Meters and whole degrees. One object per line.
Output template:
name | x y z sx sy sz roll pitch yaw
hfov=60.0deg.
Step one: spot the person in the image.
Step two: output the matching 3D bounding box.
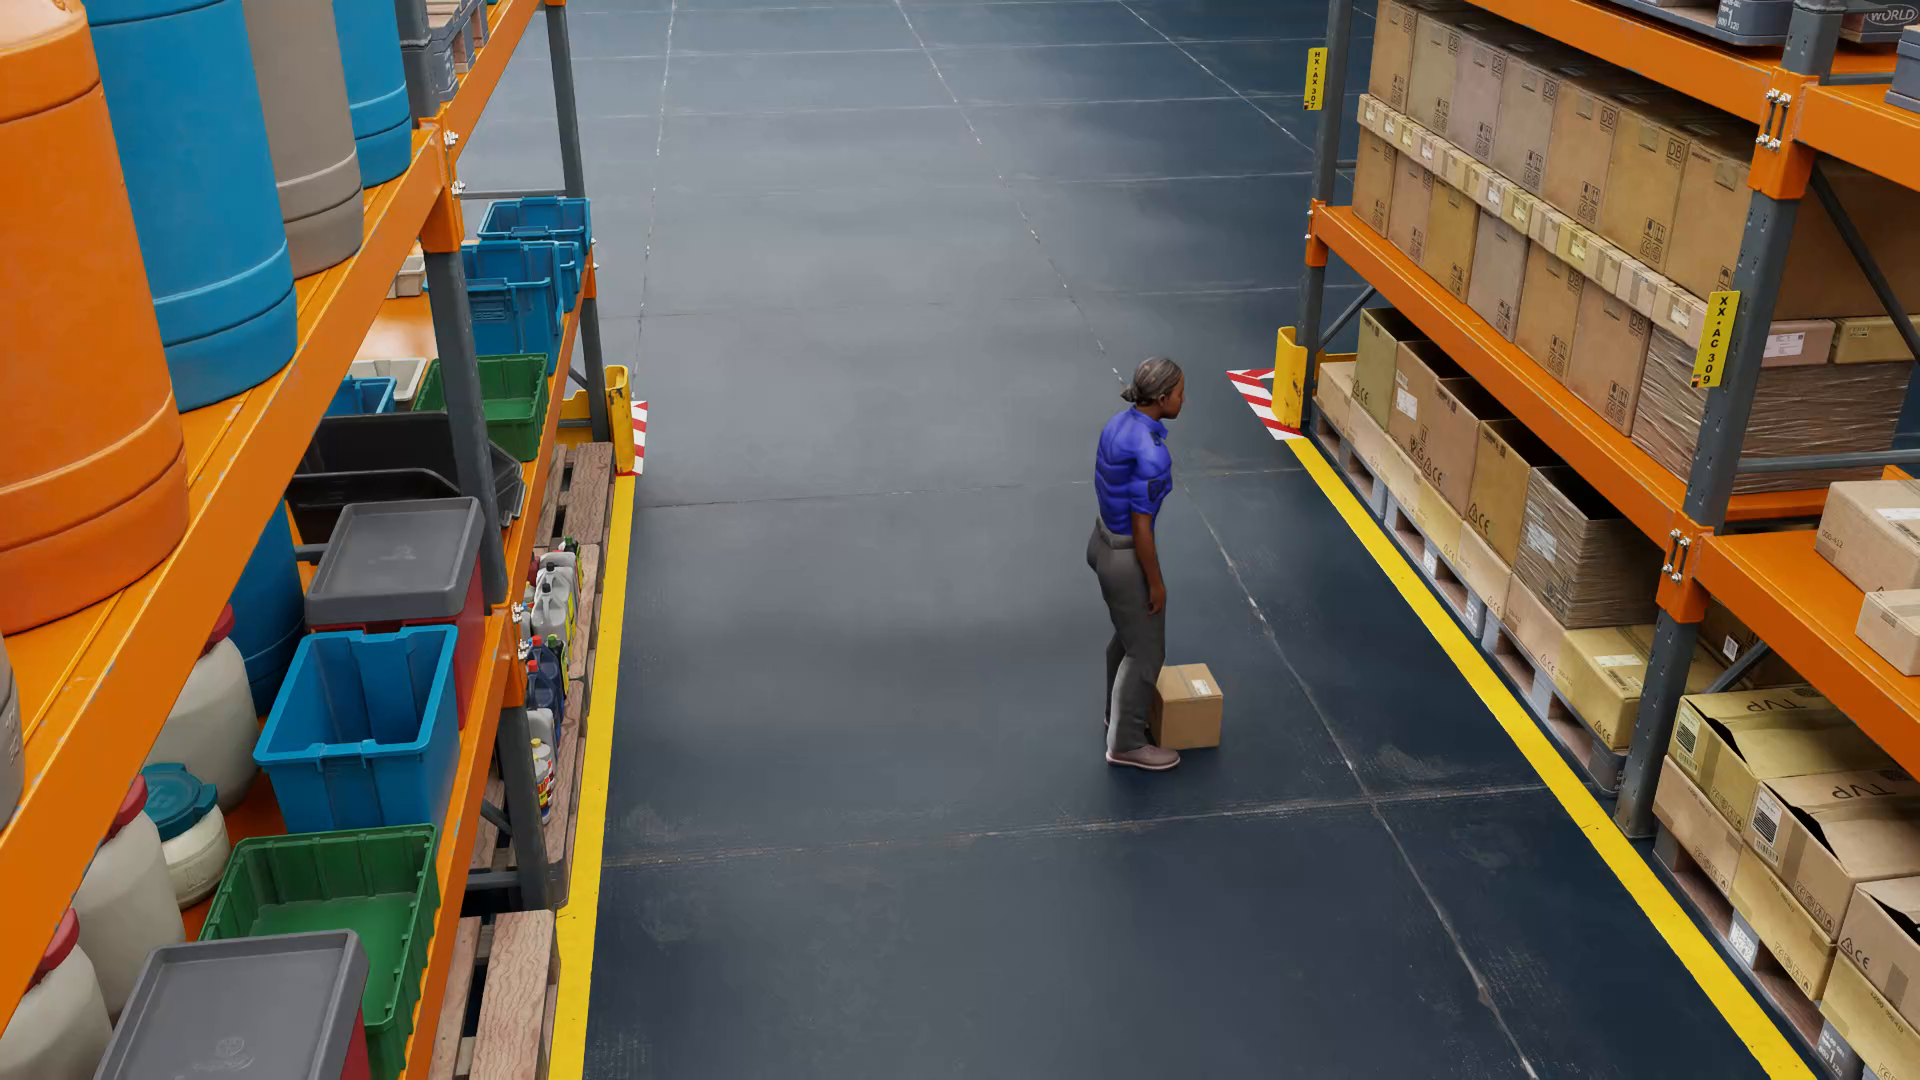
person | 0.708 0.080 6.471 0.402 1.653 0.523 -5 28 -10
